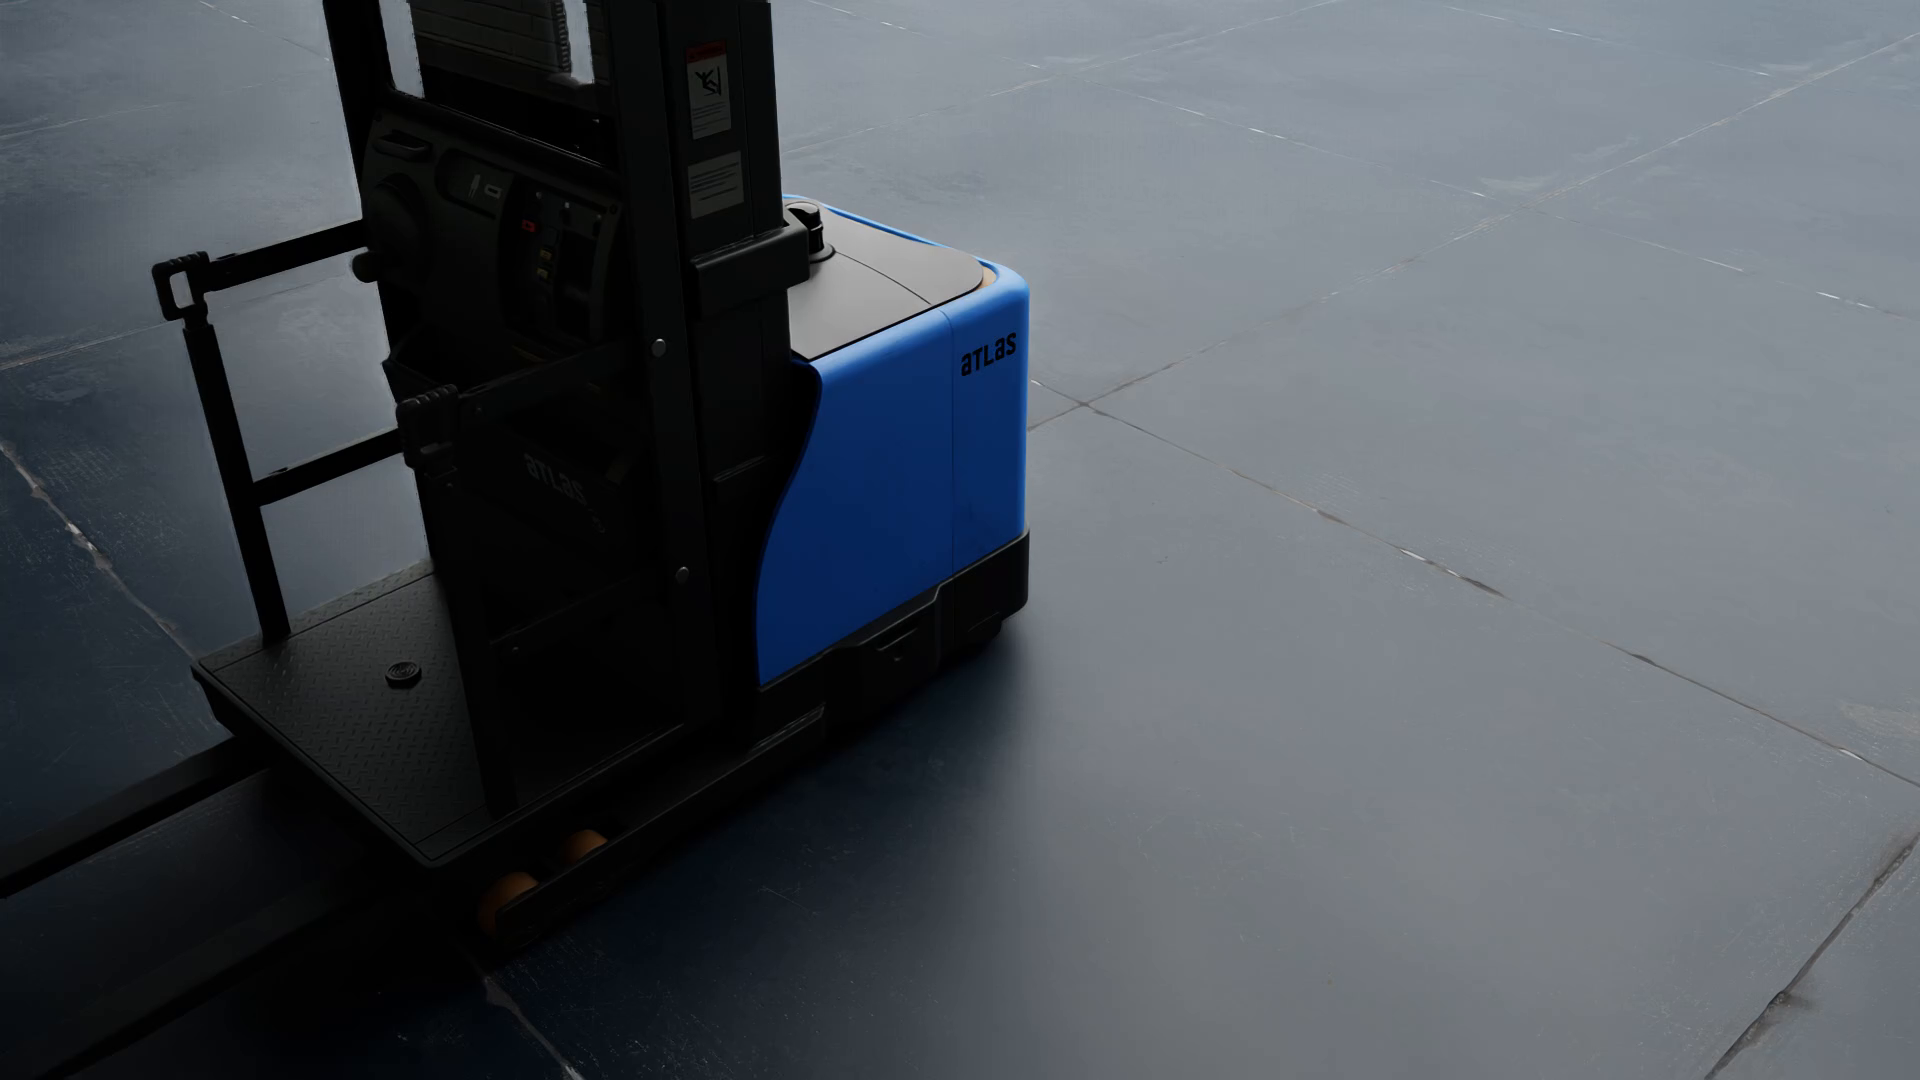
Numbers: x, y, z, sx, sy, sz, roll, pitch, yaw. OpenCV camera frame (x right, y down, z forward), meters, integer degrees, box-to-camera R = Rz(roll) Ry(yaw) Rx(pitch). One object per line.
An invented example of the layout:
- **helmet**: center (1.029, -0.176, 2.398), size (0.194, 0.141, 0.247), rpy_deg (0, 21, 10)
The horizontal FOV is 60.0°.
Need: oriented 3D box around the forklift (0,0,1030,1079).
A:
- **forklift**: center (-1.172, -0.634, 3.477), size (1.130, 2.935, 3.031), rpy_deg (26, 40, 35)
